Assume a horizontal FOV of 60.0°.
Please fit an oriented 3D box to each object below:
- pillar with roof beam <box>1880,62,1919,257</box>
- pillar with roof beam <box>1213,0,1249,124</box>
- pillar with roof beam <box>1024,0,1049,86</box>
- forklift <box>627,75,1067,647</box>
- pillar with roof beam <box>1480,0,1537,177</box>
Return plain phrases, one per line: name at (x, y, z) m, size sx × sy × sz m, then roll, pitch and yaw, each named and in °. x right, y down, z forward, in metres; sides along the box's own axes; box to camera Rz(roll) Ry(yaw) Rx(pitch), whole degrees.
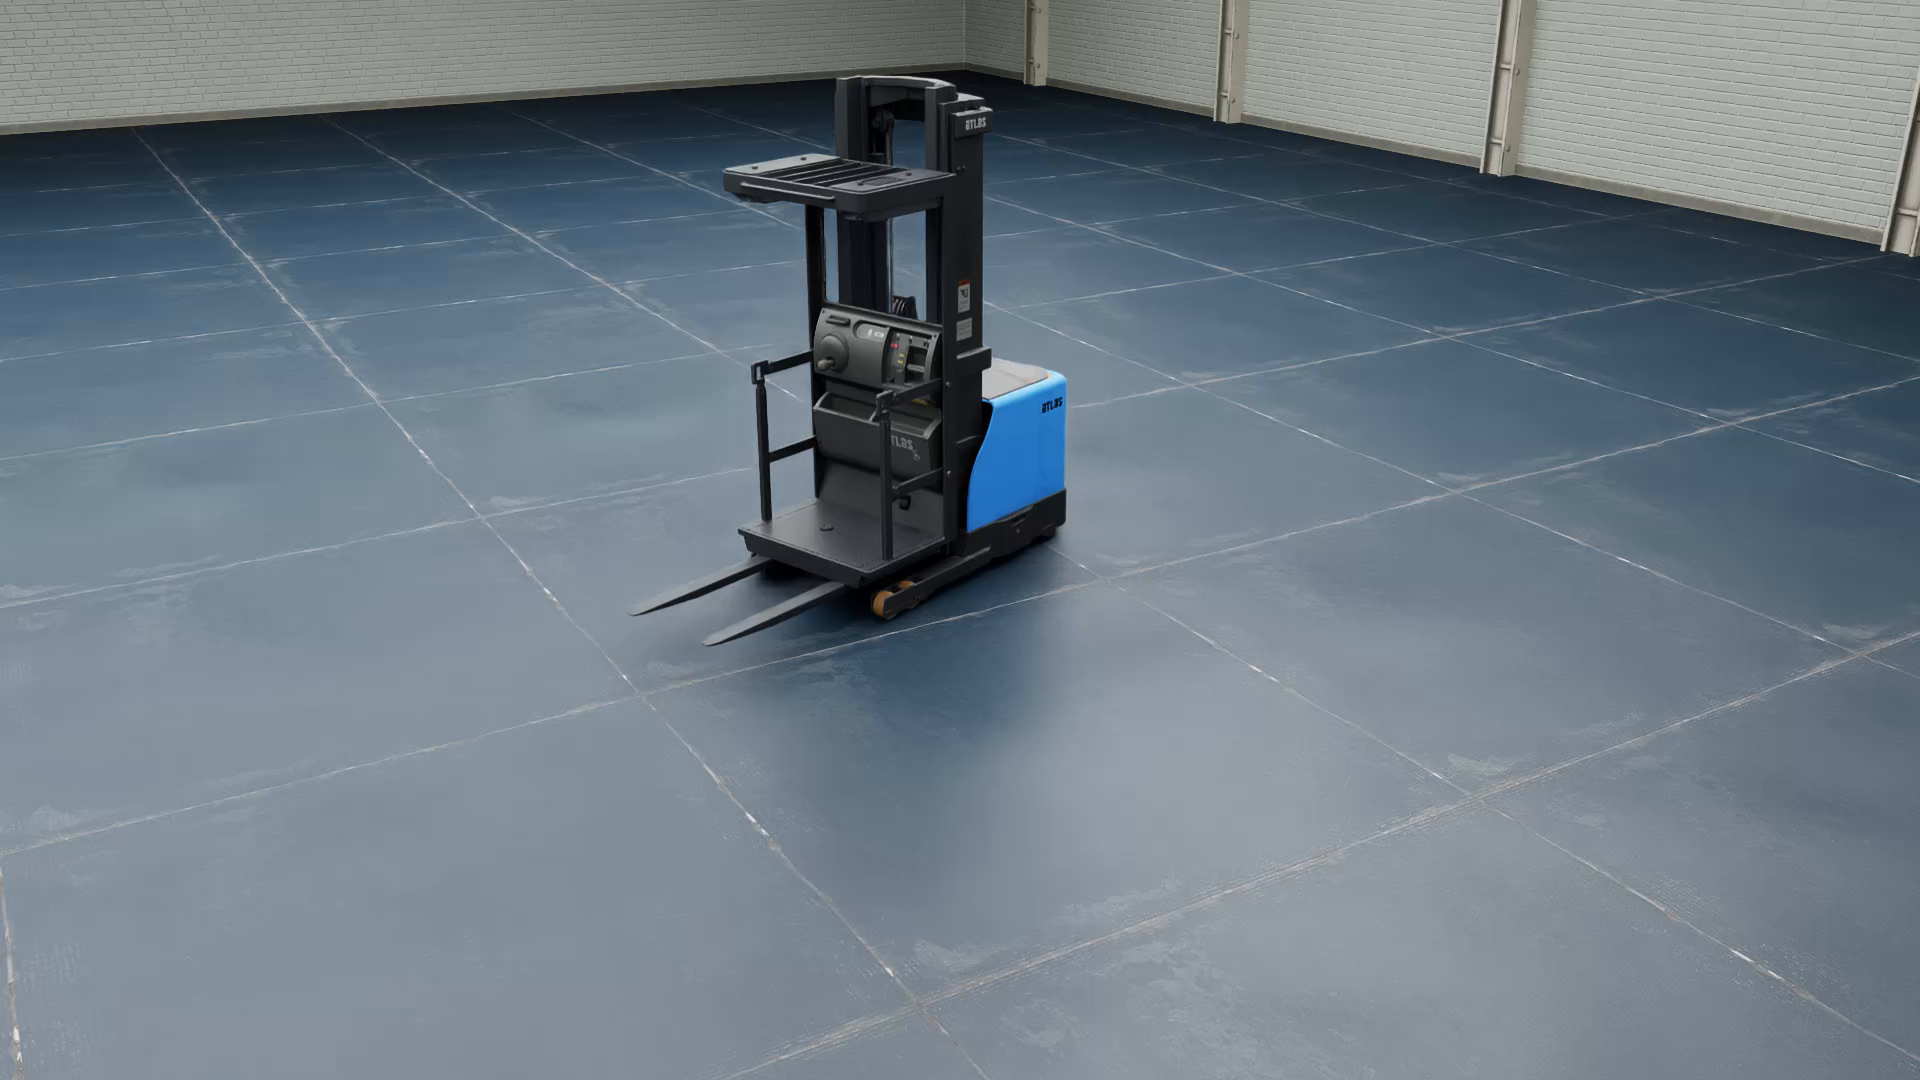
pillar with roof beam at (6.998, -6.602, 15.104) m, size 9.100 × 9.000 × 0.400 m, roll -13°, pitch 25°, yaw -28°
pillar with roof beam at (0.868, -10.487, 24.661) m, size 9.100 × 9.000 × 0.400 m, roll -13°, pitch 25°, yaw -28°
pillar with roof beam at (-2.197, -12.429, 29.440) m, size 9.100 × 9.000 × 0.400 m, roll -13°, pitch 25°, yaw -28°
forklift at (-0.631, -1.108, 9.645) m, size 1.130 × 2.935 × 3.031 m, roll 17°, pitch 28°, yaw 36°
pillar with roof beam at (3.933, -8.545, 19.883) m, size 9.100 × 9.000 × 0.400 m, roll -13°, pitch 25°, yaw -28°
